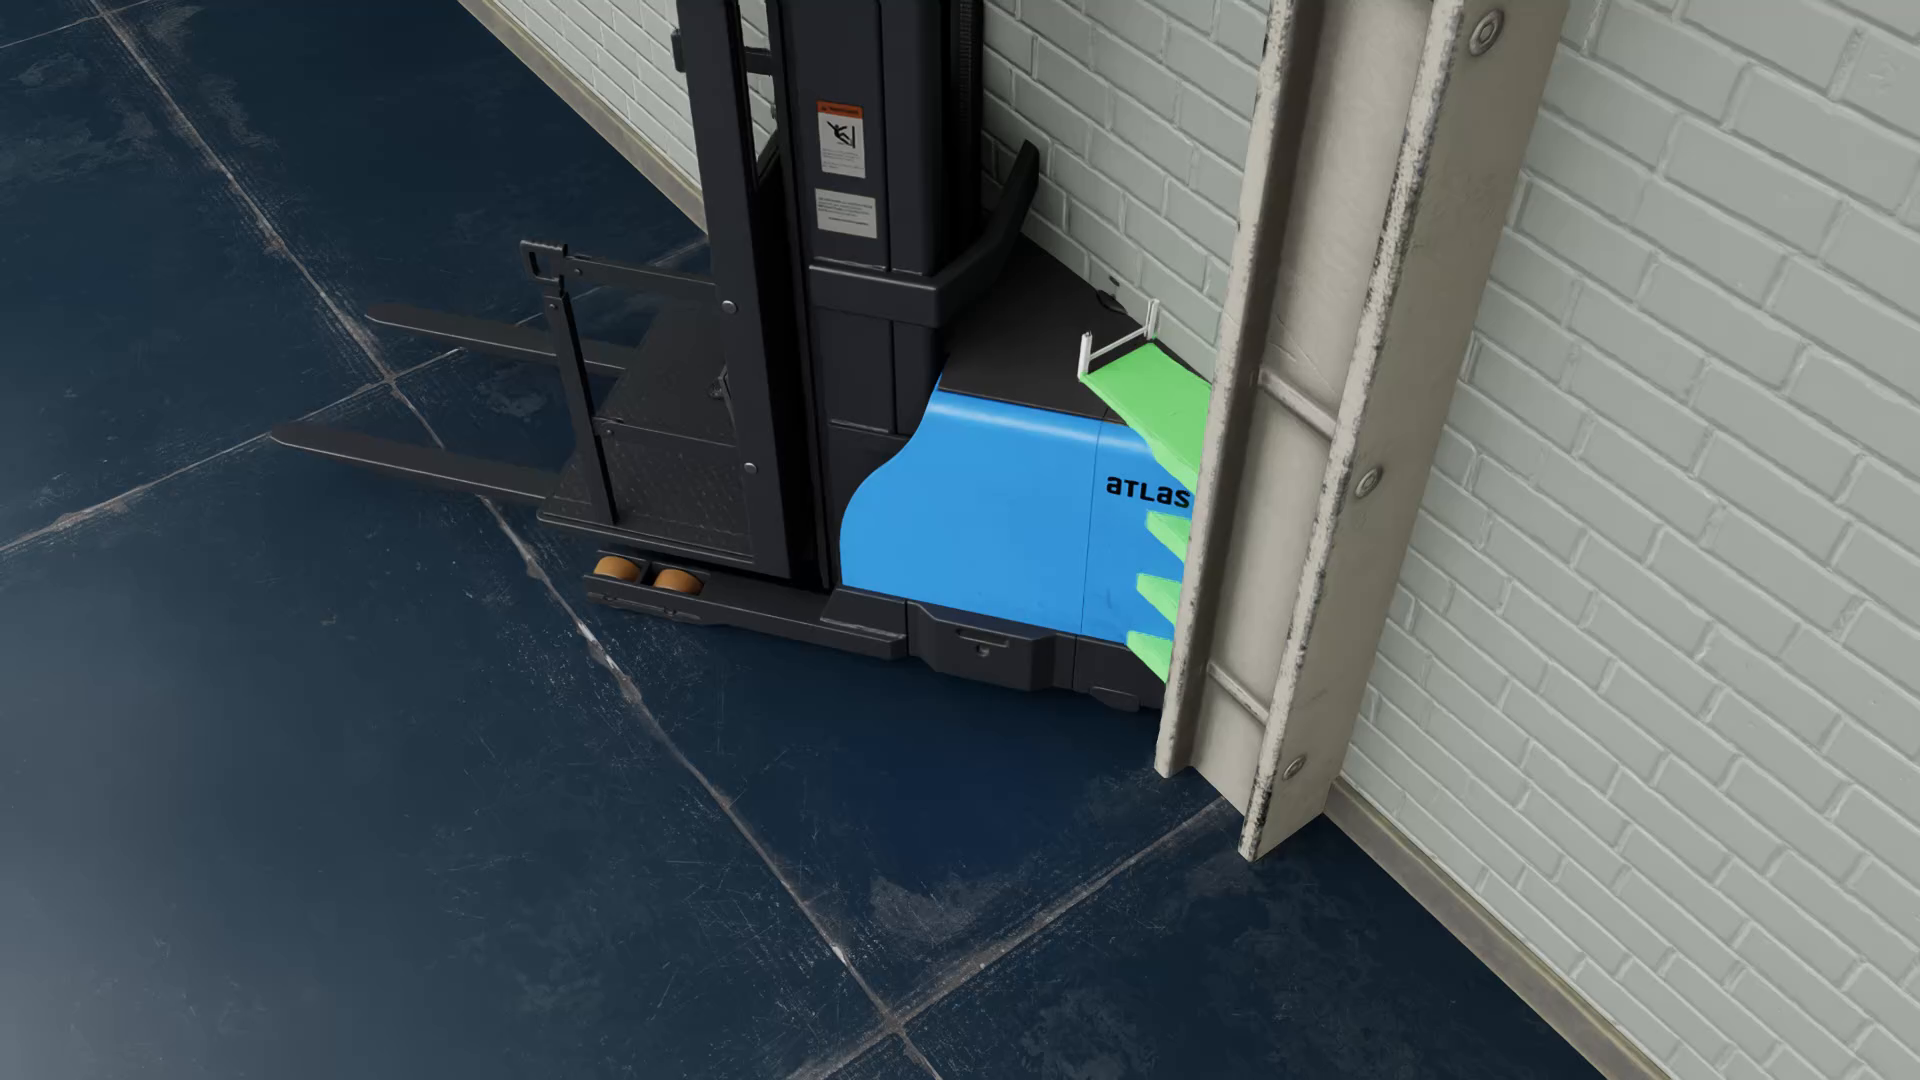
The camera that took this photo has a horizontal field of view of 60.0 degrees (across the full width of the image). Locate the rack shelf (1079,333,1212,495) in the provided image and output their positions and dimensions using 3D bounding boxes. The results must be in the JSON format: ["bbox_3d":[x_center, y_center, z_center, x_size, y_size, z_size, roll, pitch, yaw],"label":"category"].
[{"bbox_3d":[0.539,-0.276,4.105,0.258,0.148,0.480,-29,56,-25],"label":"rack shelf"}]

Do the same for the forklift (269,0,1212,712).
[{"bbox_3d":[-0.635,-1.102,4.271,3.031,2.935,1.130,11,49,10],"label":"forklift"}]

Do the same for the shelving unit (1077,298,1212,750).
[{"bbox_3d":[0.524,-0.002,4.419,0.258,1.200,0.503,-29,56,-25],"label":"shelving unit"}]

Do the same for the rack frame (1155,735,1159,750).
[{"bbox_3d":[0.673,0.147,4.295,0.240,1.200,0.015,-29,56,-25],"label":"rack frame"}]

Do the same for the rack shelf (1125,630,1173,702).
[{"bbox_3d":[0.514,0.197,4.647,0.258,0.148,0.480,-29,56,-25],"label":"rack shelf"}]

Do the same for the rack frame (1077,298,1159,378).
[{"bbox_3d":[0.376,-0.152,4.542,0.240,1.200,0.015,-29,56,-25],"label":"rack frame"}]

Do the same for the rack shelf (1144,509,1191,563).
[{"bbox_3d":[0.531,-0.118,4.286,0.258,0.148,0.480,-29,56,-25],"label":"rack shelf"}]

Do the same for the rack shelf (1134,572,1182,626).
[{"bbox_3d":[0.522,0.040,4.467,0.258,0.148,0.480,-29,56,-25],"label":"rack shelf"}]
